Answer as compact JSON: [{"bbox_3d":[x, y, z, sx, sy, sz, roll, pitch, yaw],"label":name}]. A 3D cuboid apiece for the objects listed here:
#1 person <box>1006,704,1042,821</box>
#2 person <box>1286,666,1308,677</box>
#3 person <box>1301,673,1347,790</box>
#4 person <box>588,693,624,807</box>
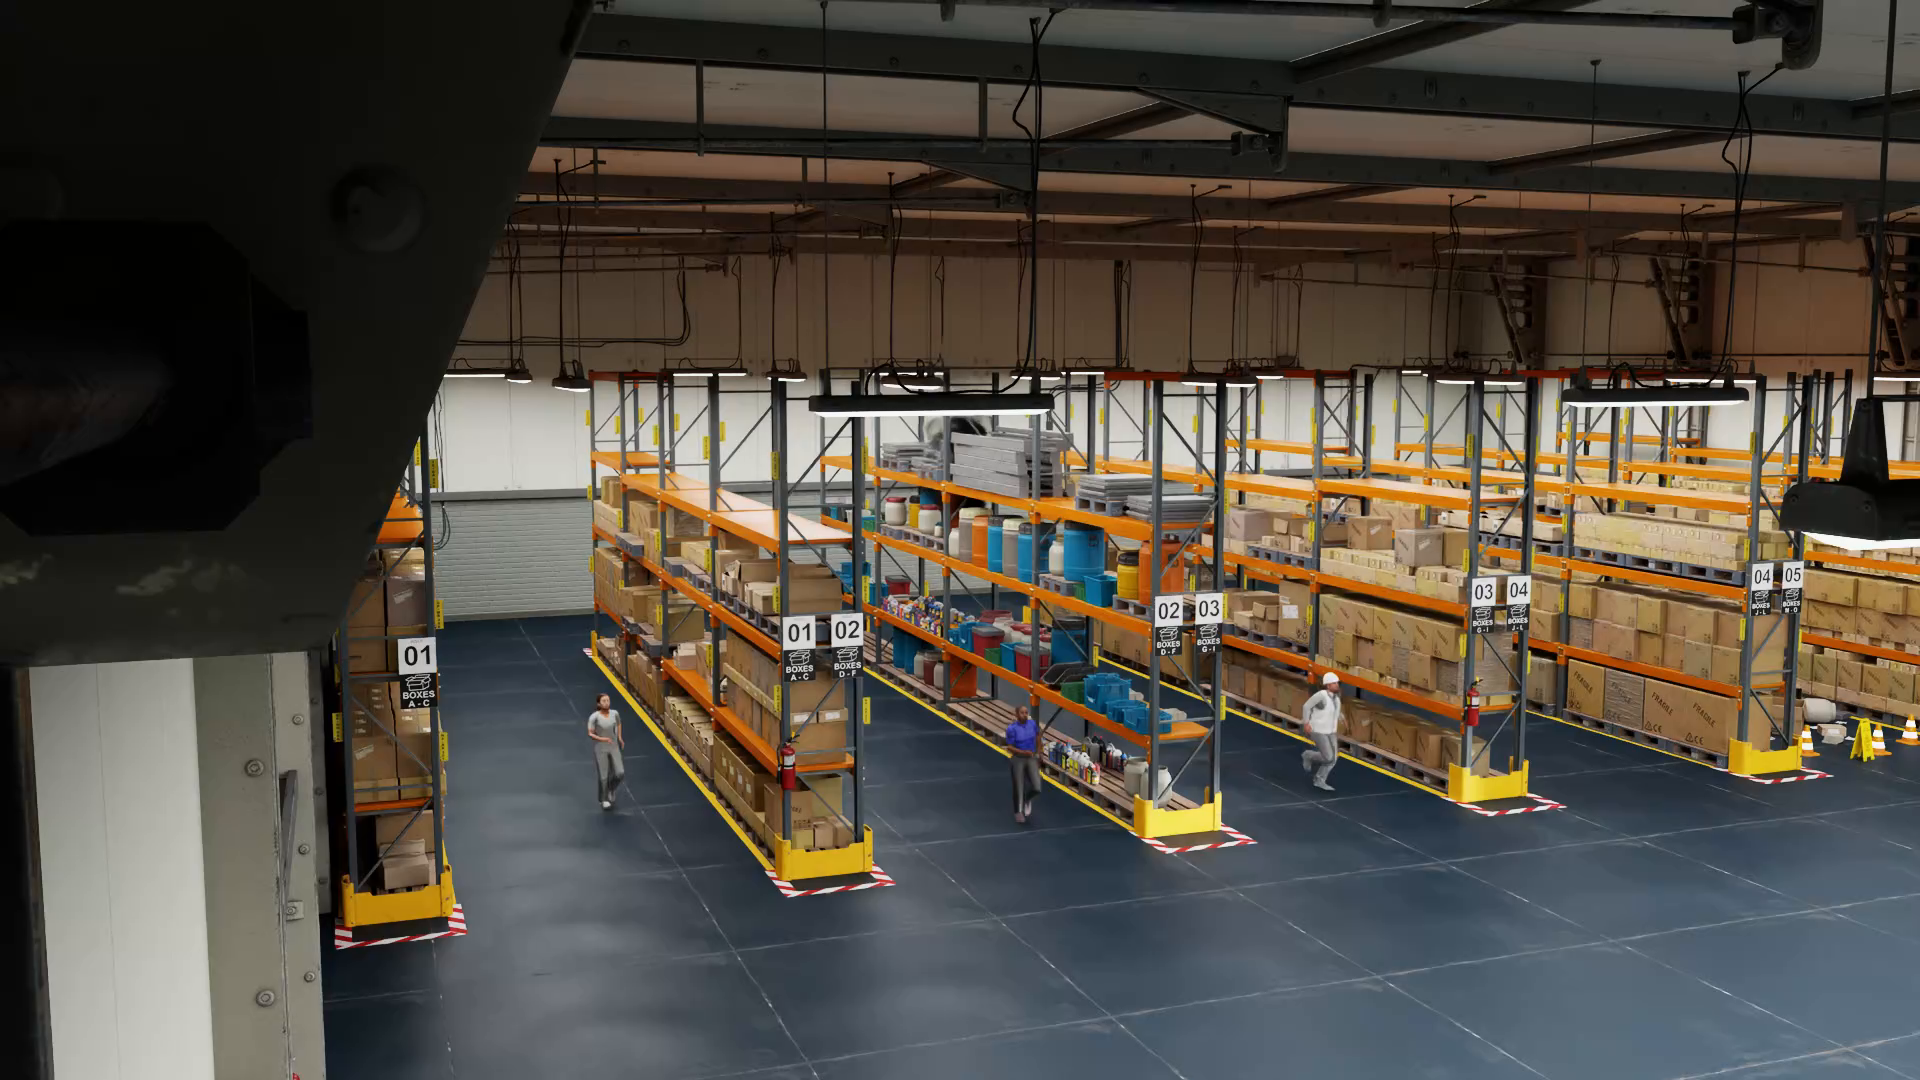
[{"bbox_3d":[0.907,3.025,22.474,0.573,1.617,0.627,-2,7,-19],"label":"person"},{"bbox_3d":[6.493,2.042,31.419,0.609,1.630,0.667,-2,7,-18],"label":"person"},{"bbox_3d":[5.322,2.785,24.296,0.693,1.730,0.681,-5,8,-39],"label":"person"},{"bbox_3d":[-4.895,2.934,23.146,0.549,1.633,0.582,-4,8,-32],"label":"person"}]
